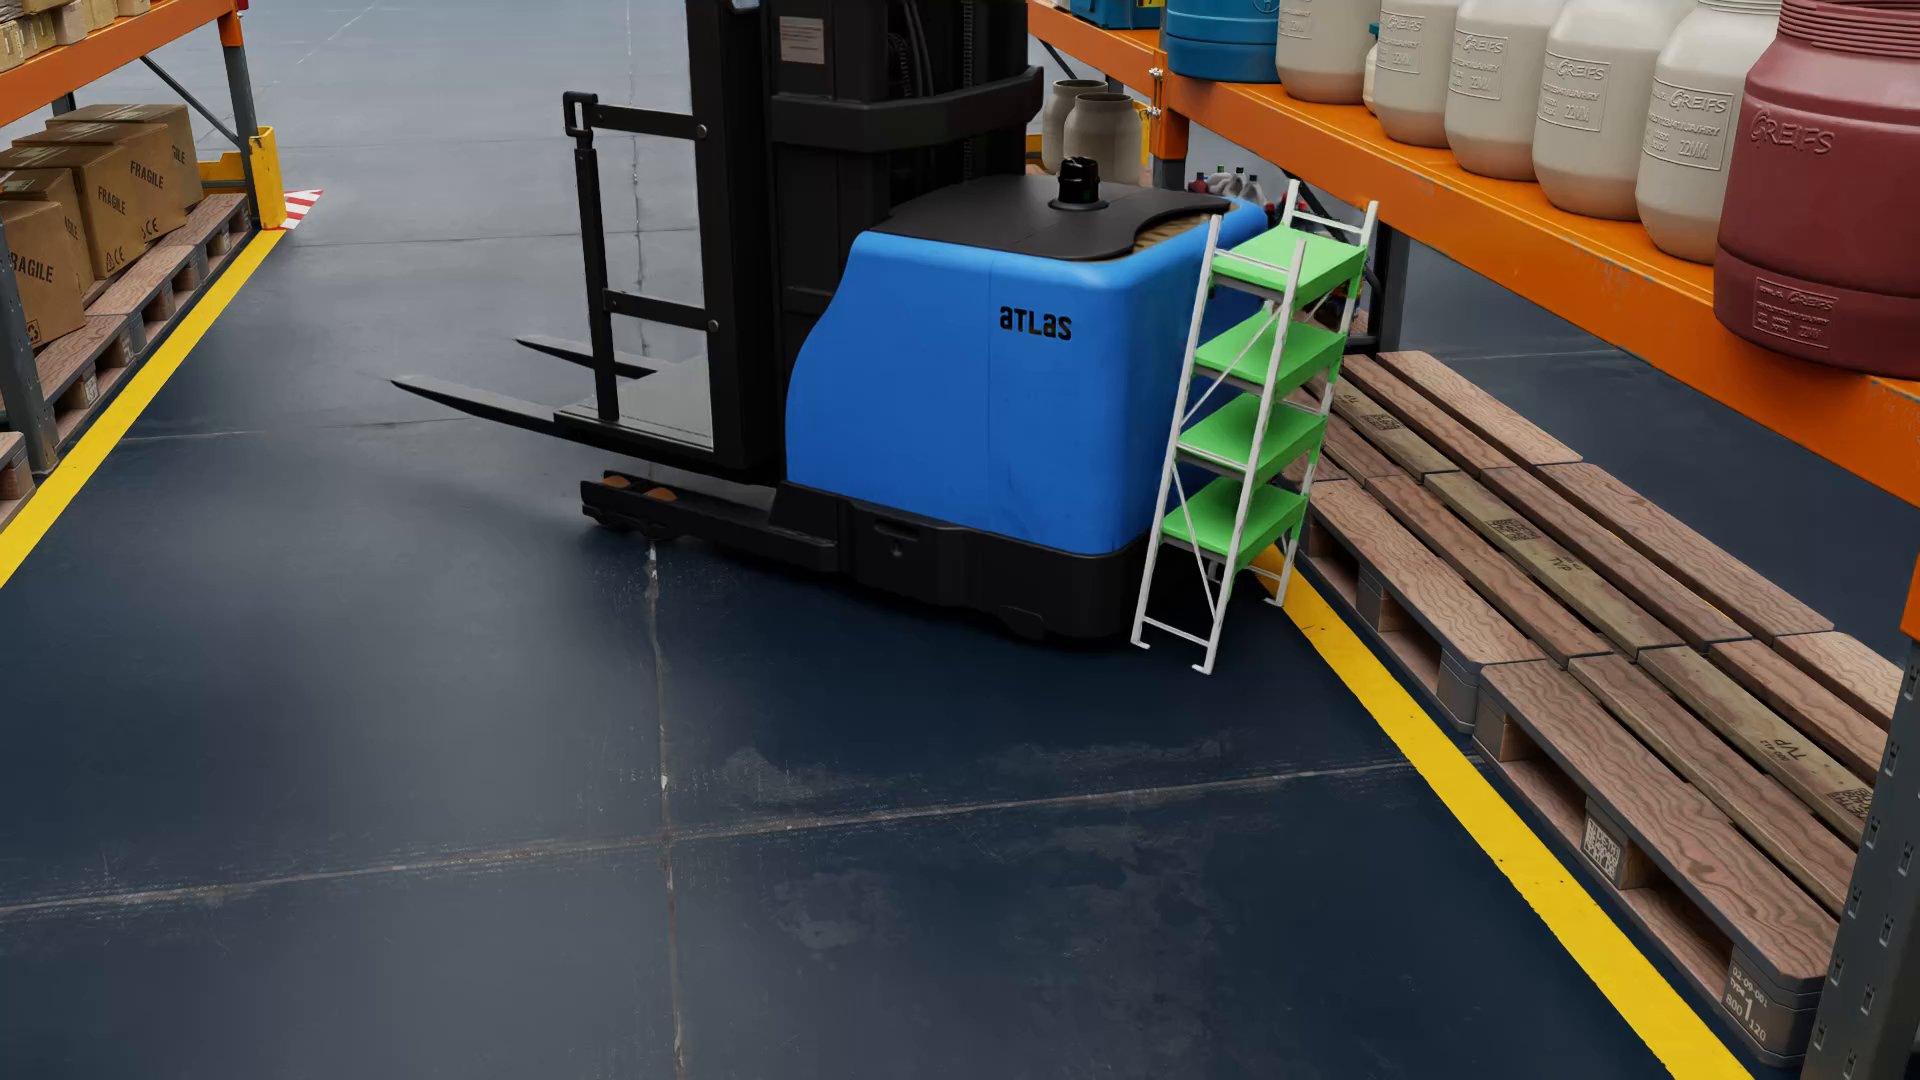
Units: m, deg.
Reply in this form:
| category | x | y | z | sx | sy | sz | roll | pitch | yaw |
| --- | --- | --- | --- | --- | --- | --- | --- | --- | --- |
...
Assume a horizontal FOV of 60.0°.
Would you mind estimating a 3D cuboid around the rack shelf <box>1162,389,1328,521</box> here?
| category | x | y | z | sx | sy | sz | roll | pitch | yaw |
| --- | --- | --- | --- | --- | --- | --- | --- | --- | --- |
| rack shelf | 0.759 | -0.236 | 4.415 | 0.258 | 0.148 | 0.480 | 22 | 31 | 26 |

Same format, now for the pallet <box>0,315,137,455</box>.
| category | x | y | z | sx | sy | sz | roll | pitch | yaw |
| --- | --- | --- | --- | --- | --- | --- | --- | --- | --- |
| pallet | -3.809 | -0.562 | 6.272 | 1.003 | 0.211 | 1.213 | -4 | 24 | -10 |

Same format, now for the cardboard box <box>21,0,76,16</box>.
| category | x | y | z | sx | sy | sz | roll | pitch | yaw |
| --- | --- | --- | --- | --- | --- | --- | --- | --- | --- |
| cardboard box | -3.730 | -2.141 | 5.907 | 0.875 | 0.500 | 0.500 | -4 | 24 | -10 |

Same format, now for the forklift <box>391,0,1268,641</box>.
| category | x | y | z | sx | sy | sz | roll | pitch | yaw |
| --- | --- | --- | --- | --- | --- | --- | --- | --- | --- |
| forklift | -0.610 | -1.501 | 5.024 | 3.031 | 2.935 | 1.130 | 14 | 27 | 30 |

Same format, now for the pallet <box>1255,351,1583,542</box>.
| category | x | y | z | sx | sy | sz | roll | pitch | yaw |
| --- | --- | --- | --- | --- | --- | --- | --- | --- | --- |
| pallet | 1.401 | -0.361 | 5.812 | 1.003 | 0.211 | 1.213 | -4 | 24 | -10 |

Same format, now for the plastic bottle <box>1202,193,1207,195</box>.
| category | x | y | z | sx | sy | sz | roll | pitch | yaw |
| --- | --- | --- | --- | --- | --- | --- | --- | --- | --- |
| plastic bottle | 1.174 | -1.575 | 8.055 | 0.097 | 0.201 | 0.097 | 0 | 24 | 0 |

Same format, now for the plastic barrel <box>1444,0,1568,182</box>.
| category | x | y | z | sx | sy | sz | roll | pitch | yaw |
| --- | --- | --- | --- | --- | --- | --- | --- | --- | --- |
| plastic barrel | 1.395 | -1.155 | 3.978 | 0.433 | 0.535 | 0.433 | 0 | 24 | 0 |

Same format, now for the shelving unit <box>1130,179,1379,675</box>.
| category | x | y | z | sx | sy | sz | roll | pitch | yaw |
| --- | --- | --- | --- | --- | --- | --- | --- | --- | --- |
| shelving unit | 0.767 | -0.292 | 4.385 | 0.258 | 1.200 | 0.503 | 22 | 31 | 26 |

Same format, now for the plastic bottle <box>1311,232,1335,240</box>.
| category | x | y | z | sx | sy | sz | roll | pitch | yaw |
| --- | --- | --- | --- | --- | --- | --- | --- | --- | --- |
| plastic bottle | 1.503 | -1.181 | 7.059 | 0.152 | 0.276 | 0.135 | -3 | 24 | -8 |

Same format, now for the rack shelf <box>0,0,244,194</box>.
| category | x | y | z | sx | sy | sz | roll | pitch | yaw |
| --- | --- | --- | --- | --- | --- | --- | --- | --- | --- |
| rack shelf | -4.020 | -2.035 | 7.060 | 1.077 | 0.370 | 4.000 | -4 | 24 | -10 |

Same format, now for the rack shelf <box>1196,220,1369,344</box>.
| category | x | y | z | sx | sy | sz | roll | pitch | yaw |
| --- | --- | --- | --- | --- | --- | --- | --- | --- | --- |
| rack shelf | 0.815 | -0.658 | 4.192 | 0.258 | 0.148 | 0.480 | 22 | 31 | 26 |

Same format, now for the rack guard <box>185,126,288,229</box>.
| category | x | y | z | sx | sy | sz | roll | pitch | yaw |
| --- | --- | --- | --- | --- | --- | --- | --- | --- | --- |
| rack guard | -4.376 | -1.976 | 9.149 | 1.175 | 0.500 | 0.348 | -4 | 24 | -10 |

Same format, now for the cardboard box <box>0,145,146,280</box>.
| category | x | y | z | sx | sy | sz | roll | pitch | yaw |
| --- | --- | --- | --- | --- | --- | --- | --- | --- | --- |
| cardboard box | -4.049 | -1.471 | 7.469 | 0.500 | 0.500 | 0.500 | -2 | 24 | -5 |

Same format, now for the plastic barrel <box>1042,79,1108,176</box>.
| category | x | y | z | sx | sy | sz | roll | pitch | yaw |
| --- | --- | --- | --- | --- | --- | --- | --- | --- | --- |
| plastic barrel | 0.675 | -2.317 | 9.391 | 0.421 | 0.512 | 0.421 | 0 | 24 | 0 |

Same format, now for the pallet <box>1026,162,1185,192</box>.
| category | x | y | z | sx | sy | sz | roll | pitch | yaw |
| --- | --- | --- | --- | --- | --- | --- | --- | --- | --- |
| pallet | 0.683 | -1.894 | 9.322 | 1.003 | 0.211 | 1.213 | -4 | 24 | -10 |

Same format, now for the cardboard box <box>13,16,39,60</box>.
| category | x | y | z | sx | sy | sz | roll | pitch | yaw |
| --- | --- | --- | --- | --- | --- | --- | --- | --- | --- |
| cardboard box | -3.501 | -1.765 | 5.858 | 0.380 | 0.149 | 0.250 | -4 | 24 | -10 |

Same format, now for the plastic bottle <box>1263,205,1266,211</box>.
| category | x | y | z | sx | sy | sz | roll | pitch | yaw |
| --- | --- | --- | --- | --- | --- | --- | --- | --- | --- |
| plastic bottle | 1.377 | -1.373 | 7.506 | 0.097 | 0.271 | 0.097 | 0 | 24 | 0 |

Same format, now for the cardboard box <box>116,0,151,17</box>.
| category | x | y | z | sx | sy | sz | roll | pitch | yaw |
| --- | --- | --- | --- | --- | --- | --- | --- | --- | --- |
| cardboard box | -3.754 | -2.357 | 7.213 | 0.380 | 0.149 | 0.250 | -4 | 24 | -10 |

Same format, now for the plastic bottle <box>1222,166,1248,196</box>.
| category | x | y | z | sx | sy | sz | roll | pitch | yaw |
| --- | --- | --- | --- | --- | --- | --- | --- | --- | --- |
| plastic bottle | 1.328 | -1.595 | 7.914 | 0.144 | 0.351 | 0.185 | -3 | 24 | -8 |

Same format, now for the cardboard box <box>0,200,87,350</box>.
| category | x | y | z | sx | sy | sz | roll | pitch | yaw |
| --- | --- | --- | --- | --- | --- | --- | --- | --- | --- |
| cardboard box | -3.798 | -1.010 | 6.413 | 0.500 | 0.500 | 0.500 | 3 | 24 | 7 |

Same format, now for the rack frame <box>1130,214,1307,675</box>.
| category | x | y | z | sx | sy | sz | roll | pitch | yaw |
| --- | --- | --- | --- | --- | --- | --- | --- | --- | --- |
| rack frame | 0.635 | -0.210 | 4.197 | 0.240 | 1.200 | 0.015 | 22 | 31 | 26 |

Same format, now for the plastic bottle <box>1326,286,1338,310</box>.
| category | x | y | z | sx | sy | sz | roll | pitch | yaw |
| --- | --- | --- | --- | --- | --- | --- | --- | --- | --- |
| plastic bottle | 1.571 | -1.061 | 6.879 | 0.097 | 0.201 | 0.097 | 0 | 24 | 0 |

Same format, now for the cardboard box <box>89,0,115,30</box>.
| category | x | y | z | sx | sy | sz | roll | pitch | yaw |
| --- | --- | --- | --- | --- | --- | --- | --- | --- | --- |
| cardboard box | -3.685 | -2.159 | 6.759 | 0.380 | 0.149 | 0.250 | -4 | 24 | -10 |

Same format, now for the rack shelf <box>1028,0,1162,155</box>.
| category | x | y | z | sx | sy | sz | roll | pitch | yaw |
| --- | --- | --- | --- | --- | --- | --- | --- | --- | --- |
| rack shelf | 0.848 | -2.401 | 7.899 | 1.077 | 0.370 | 4.000 | -4 | 24 | -10 |

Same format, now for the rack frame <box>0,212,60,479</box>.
| category | x | y | z | sx | sy | sz | roll | pitch | yaw |
| --- | --- | --- | --- | --- | --- | --- | --- | --- | --- |
| rack frame | -3.650 | -1.578 | 5.115 | 1.000 | 3.000 | 0.127 | -4 | 24 | -10 |

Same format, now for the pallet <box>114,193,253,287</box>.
| category | x | y | z | sx | sy | sz | roll | pitch | yaw |
| --- | --- | --- | --- | --- | --- | --- | --- | --- | --- |
| pallet | -4.260 | -1.521 | 8.469 | 1.003 | 0.211 | 1.213 | -4 | 24 | -10 |

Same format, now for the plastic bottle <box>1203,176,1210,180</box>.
| category | x | y | z | sx | sy | sz | roll | pitch | yaw |
| --- | --- | --- | --- | --- | --- | --- | --- | --- | --- |
| plastic bottle | 1.248 | -1.747 | 8.449 | 0.097 | 0.201 | 0.097 | 0 | 24 | 0 |

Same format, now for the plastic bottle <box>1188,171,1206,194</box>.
| category | x | y | z | sx | sy | sz | roll | pitch | yaw |
| --- | --- | --- | --- | --- | --- | --- | --- | --- | --- |
| plastic bottle | 1.163 | -1.675 | 8.182 | 0.061 | 0.283 | 0.133 | -4 | 24 | -10 |

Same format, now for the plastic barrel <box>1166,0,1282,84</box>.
| category | x | y | z | sx | sy | sz | roll | pitch | yaw |
| --- | --- | --- | --- | --- | --- | --- | --- | --- | --- |
| plastic barrel | 0.991 | -2.000 | 5.455 | 0.600 | 0.901 | 0.708 | -4 | 24 | -10 |

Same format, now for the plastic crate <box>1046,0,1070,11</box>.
| category | x | y | z | sx | sy | sz | roll | pitch | yaw |
| --- | --- | --- | --- | --- | --- | --- | --- | --- | --- |
| plastic crate | 0.668 | -2.444 | 7.427 | 0.530 | 0.136 | 0.437 | -4 | 24 | -10 |

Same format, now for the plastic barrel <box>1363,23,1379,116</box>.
| category | x | y | z | sx | sy | sz | roll | pitch | yaw |
| --- | --- | --- | --- | --- | --- | --- | --- | --- | --- |
| plastic barrel | 1.311 | -1.349 | 4.764 | 0.301 | 0.262 | 0.301 | 0 | 24 | 0 |

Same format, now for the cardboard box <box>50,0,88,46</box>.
| category | x | y | z | sx | sy | sz | roll | pitch | yaw |
| --- | --- | --- | --- | --- | --- | --- | --- | --- | --- |
| cardboard box | -3.562 | -1.964 | 6.313 | 0.380 | 0.149 | 0.250 | -4 | 24 | -10 |

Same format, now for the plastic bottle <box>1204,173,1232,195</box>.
| category | x | y | z | sx | sy | sz | roll | pitch | yaw |
| --- | --- | --- | --- | --- | --- | --- | --- | --- | --- |
| plastic bottle | 1.268 | -1.680 | 8.202 | 0.152 | 0.276 | 0.135 | -4 | 24 | -9 |

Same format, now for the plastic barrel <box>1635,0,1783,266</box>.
| category | x | y | z | sx | sy | sz | roll | pitch | yaw |
| --- | --- | --- | --- | --- | --- | --- | --- | --- | --- |
| plastic barrel | 1.557 | -0.811 | 3.220 | 0.421 | 0.512 | 0.421 | 0 | 24 | 0 |

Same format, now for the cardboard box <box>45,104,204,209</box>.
| category | x | y | z | sx | sy | sz | roll | pitch | yaw |
| --- | --- | --- | --- | --- | --- | --- | --- | --- | --- |
| cardboard box | -4.291 | -1.951 | 8.568 | 0.500 | 0.500 | 0.500 | 0 | 24 | 0 |

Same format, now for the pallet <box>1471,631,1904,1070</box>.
| category | x | y | z | sx | sy | sz | roll | pitch | yaw |
| --- | --- | --- | --- | --- | --- | --- | --- | --- | --- |
| pallet | 1.852 | 0.599 | 3.614 | 1.003 | 0.211 | 1.213 | -4 | 24 | -10 |

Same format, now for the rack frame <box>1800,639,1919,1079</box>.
| category | x | y | z | sx | sy | sz | roll | pitch | yaw |
| --- | --- | --- | --- | --- | --- | --- | --- | --- | --- |
| rack frame | 1.954 | -0.371 | 2.351 | 0.949 | 2.616 | 0.053 | -4 | 24 | -10 |

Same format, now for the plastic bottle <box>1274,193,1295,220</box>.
| category | x | y | z | sx | sy | sz | roll | pitch | yaw |
| --- | --- | --- | --- | --- | --- | --- | --- | --- | --- |
| plastic bottle | 1.441 | -1.355 | 7.364 | 0.144 | 0.351 | 0.185 | -5 | 24 | -12 |
